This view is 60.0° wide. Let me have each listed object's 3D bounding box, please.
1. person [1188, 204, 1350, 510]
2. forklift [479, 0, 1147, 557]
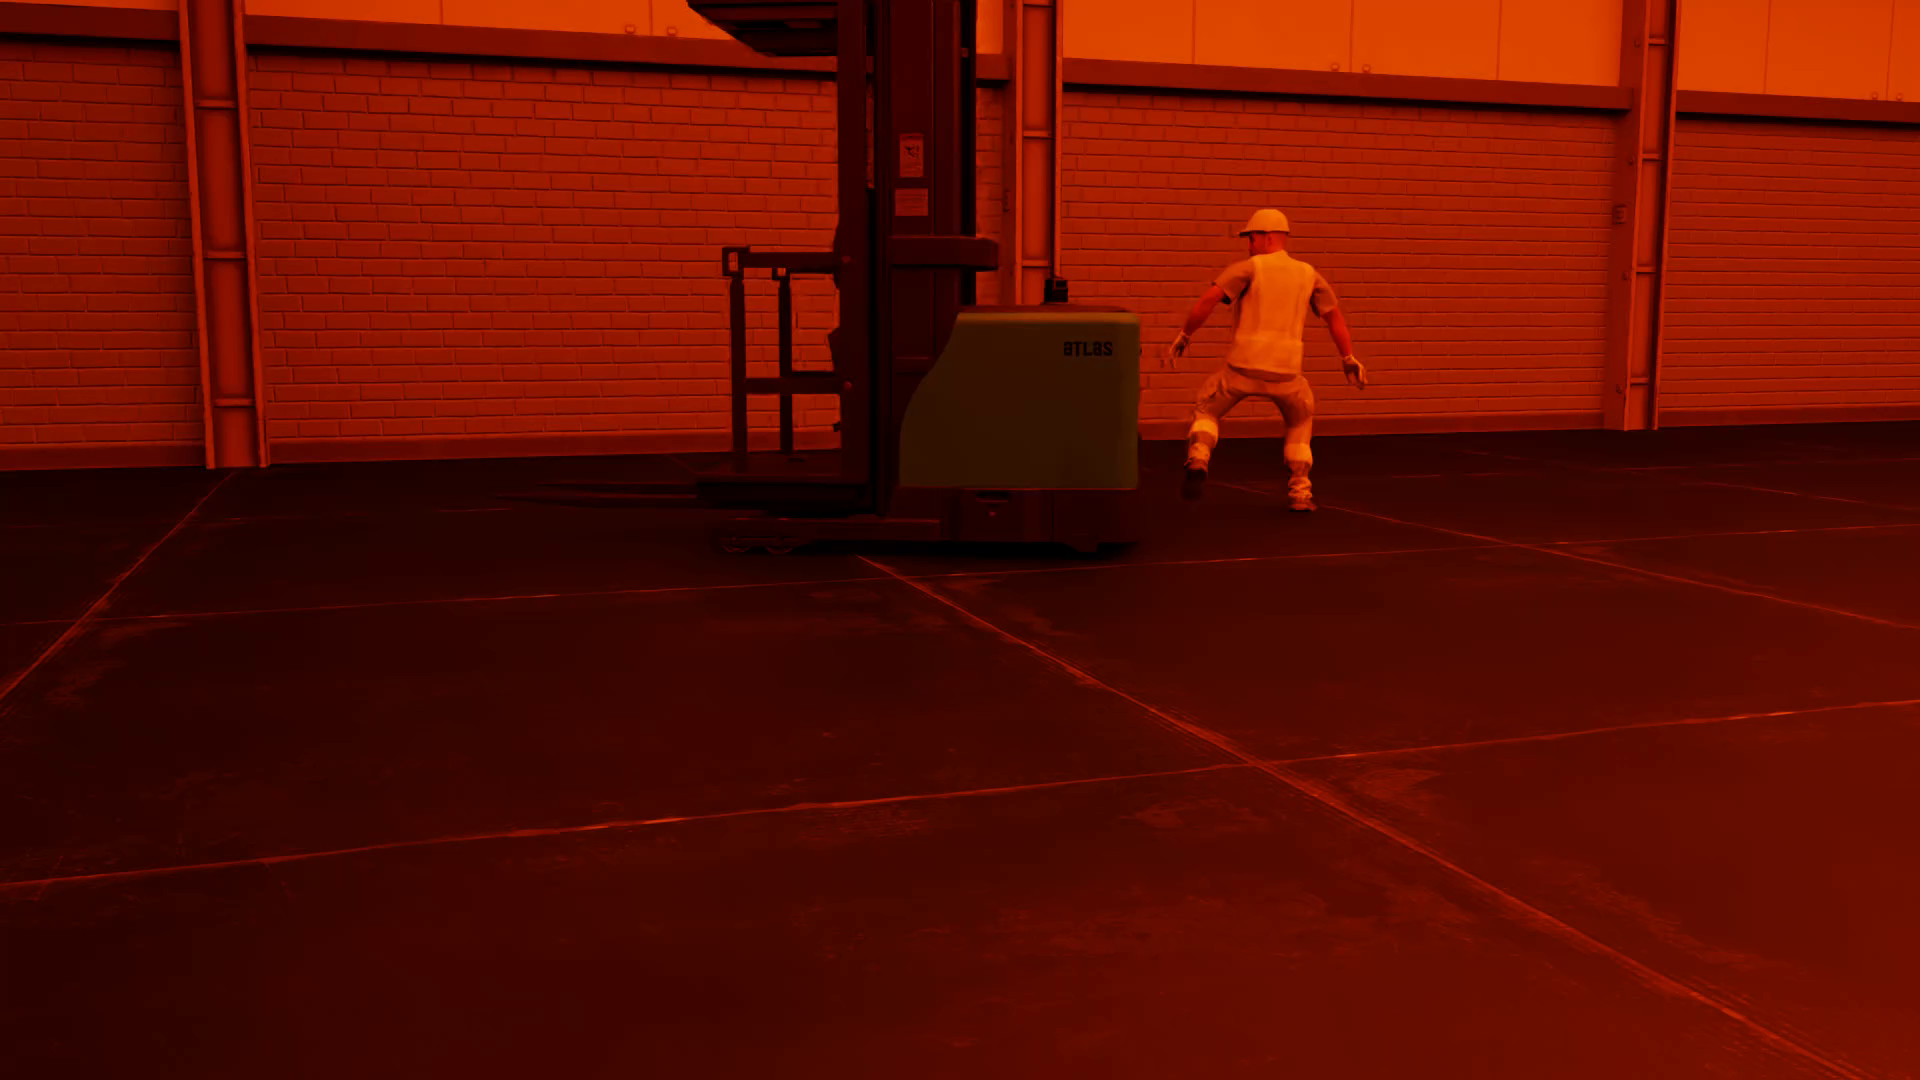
[{"bbox_3d":[1.689,-0.980,9.047,0.908,1.666,0.559,1,8,4],"label":"person"},{"bbox_3d":[-0.671,-1.449,7.705,3.031,2.935,1.130,0,8,1],"label":"forklift"}]
